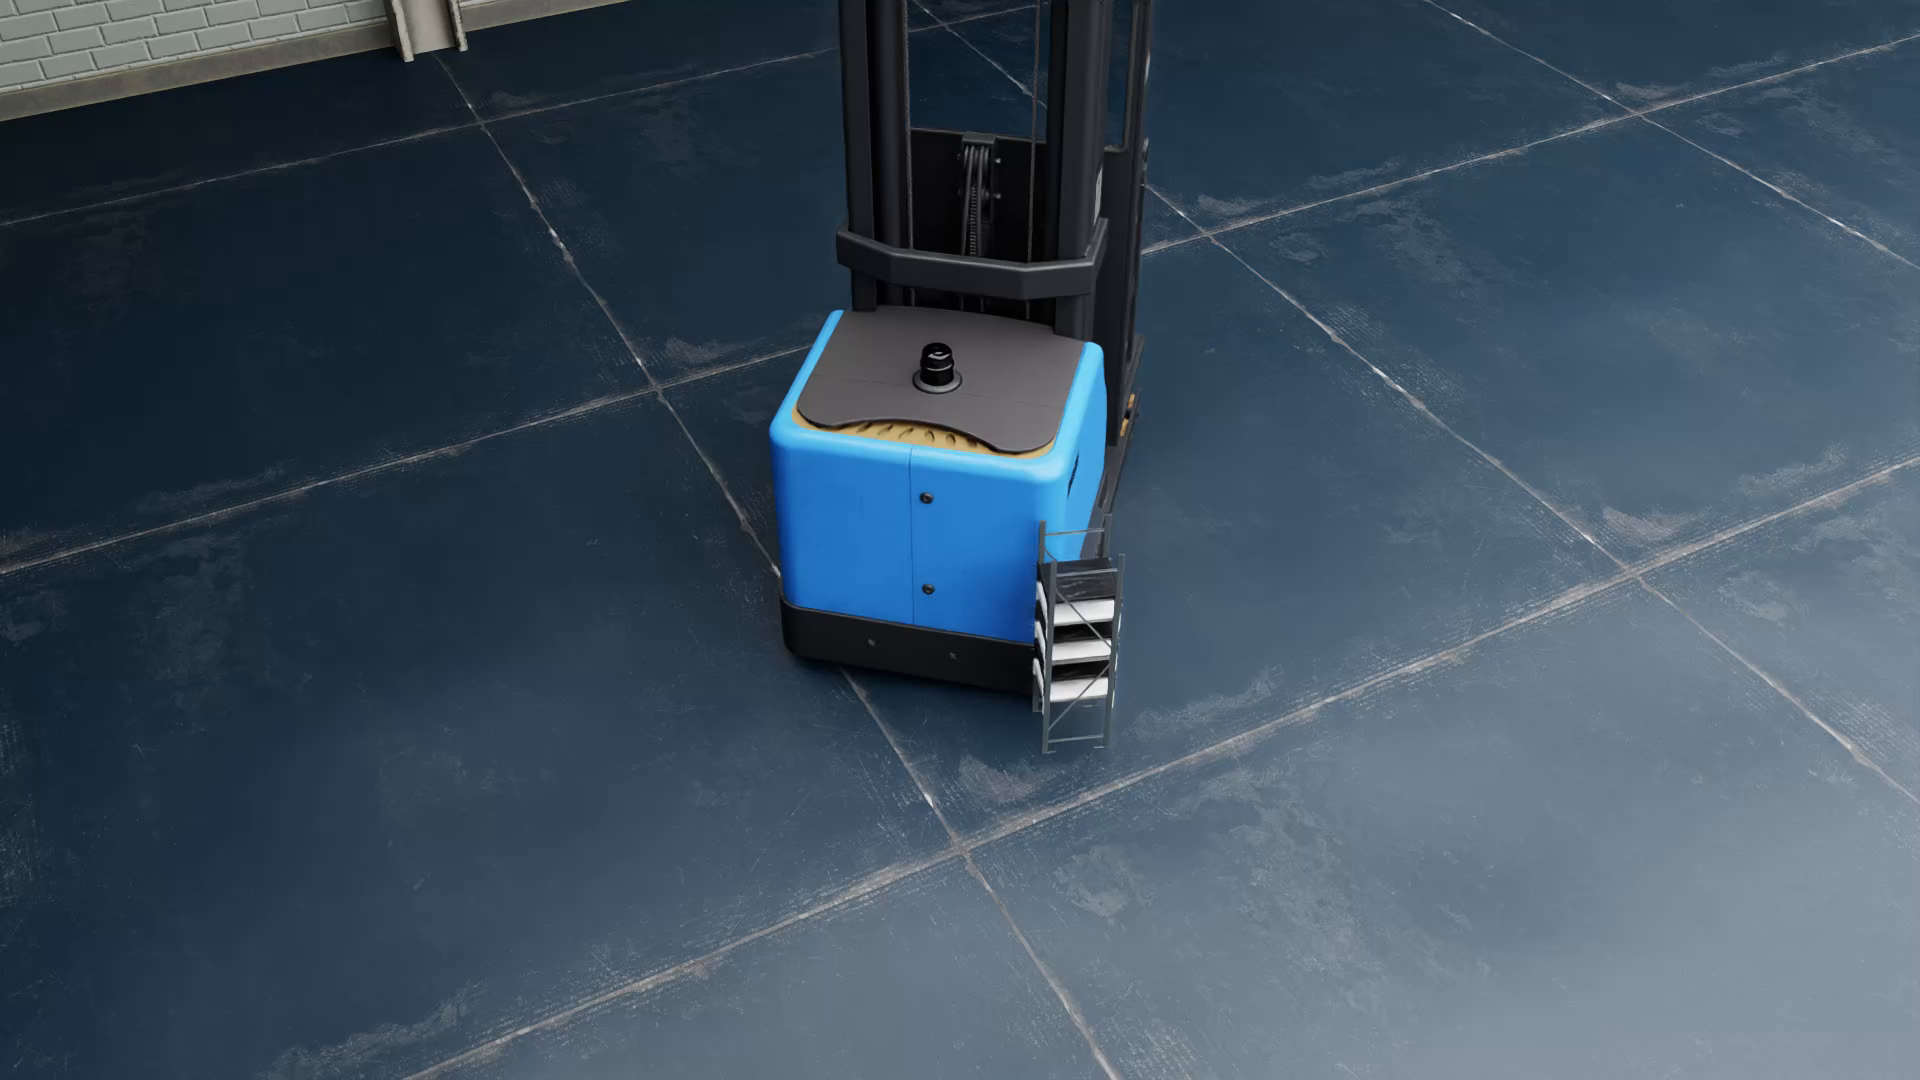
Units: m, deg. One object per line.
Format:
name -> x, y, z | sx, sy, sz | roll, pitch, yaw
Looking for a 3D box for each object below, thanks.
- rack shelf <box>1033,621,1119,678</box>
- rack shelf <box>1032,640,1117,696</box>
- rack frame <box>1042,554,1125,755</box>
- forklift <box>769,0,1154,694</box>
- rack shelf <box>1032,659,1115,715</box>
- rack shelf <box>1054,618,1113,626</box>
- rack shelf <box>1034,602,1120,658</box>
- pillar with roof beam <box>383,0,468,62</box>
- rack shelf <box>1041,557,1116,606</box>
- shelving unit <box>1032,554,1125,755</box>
rack shelf -> 0.393, 0.361, 5.679 | 0.258, 0.077, 0.200 | -5, 41, -6
rack shelf -> 0.393, 0.429, 5.737 | 0.258, 0.077, 0.200 | -5, 41, -6
rack frame -> 0.407, 0.400, 5.581 | 0.240, 0.900, 0.006 | -5, 41, -6
forklift -> 0.175, -1.500, 6.302 | 1.129, 2.867, 3.031 | 9, 41, 10
rack shelf -> 0.393, 0.498, 5.795 | 0.258, 0.077, 0.200 | -5, 41, -6
rack shelf -> 0.393, 0.212, 5.553 | 0.199, 0.015, 0.184 | -5, 41, -6
rack shelf -> 0.393, 0.292, 5.621 | 0.258, 0.077, 0.200 | -5, 41, -6
pillar with roof beam -> -1.320, -4.052, 4.571 | 0.400, 9.000, 9.100 | -19, 44, -21
rack shelf -> 0.393, 0.139, 5.491 | 0.221, 0.026, 0.190 | -5, 41, -6
shelving unit -> 0.393, 0.337, 5.656 | 0.258, 0.900, 0.205 | -5, 41, -6
